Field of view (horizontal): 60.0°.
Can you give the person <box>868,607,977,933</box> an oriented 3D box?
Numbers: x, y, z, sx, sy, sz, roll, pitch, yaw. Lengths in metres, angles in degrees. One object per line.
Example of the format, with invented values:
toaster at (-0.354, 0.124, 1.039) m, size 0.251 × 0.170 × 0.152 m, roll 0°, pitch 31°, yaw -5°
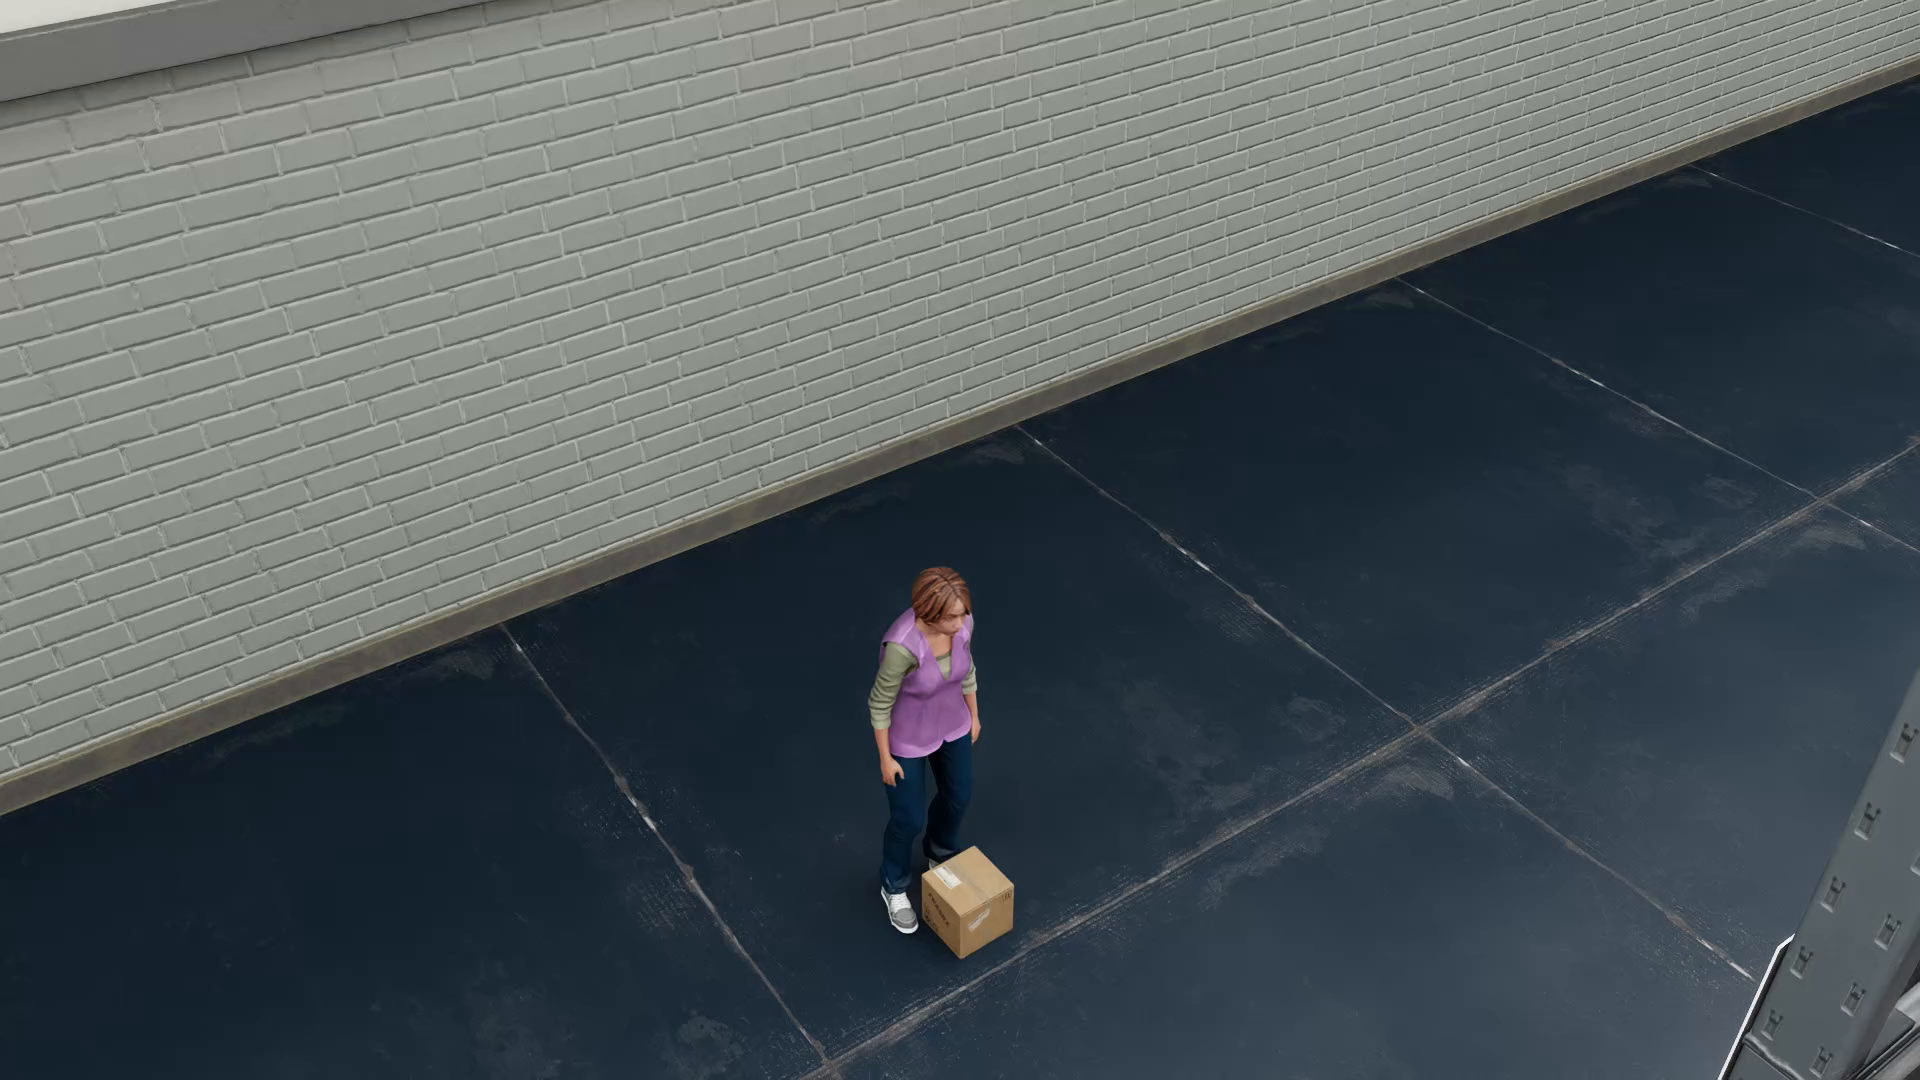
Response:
person at (-3.272, 2.476, 2.371) m, size 10.346 × 3.194 × 2.805 m, roll -25°, pitch 43°, yaw -29°
